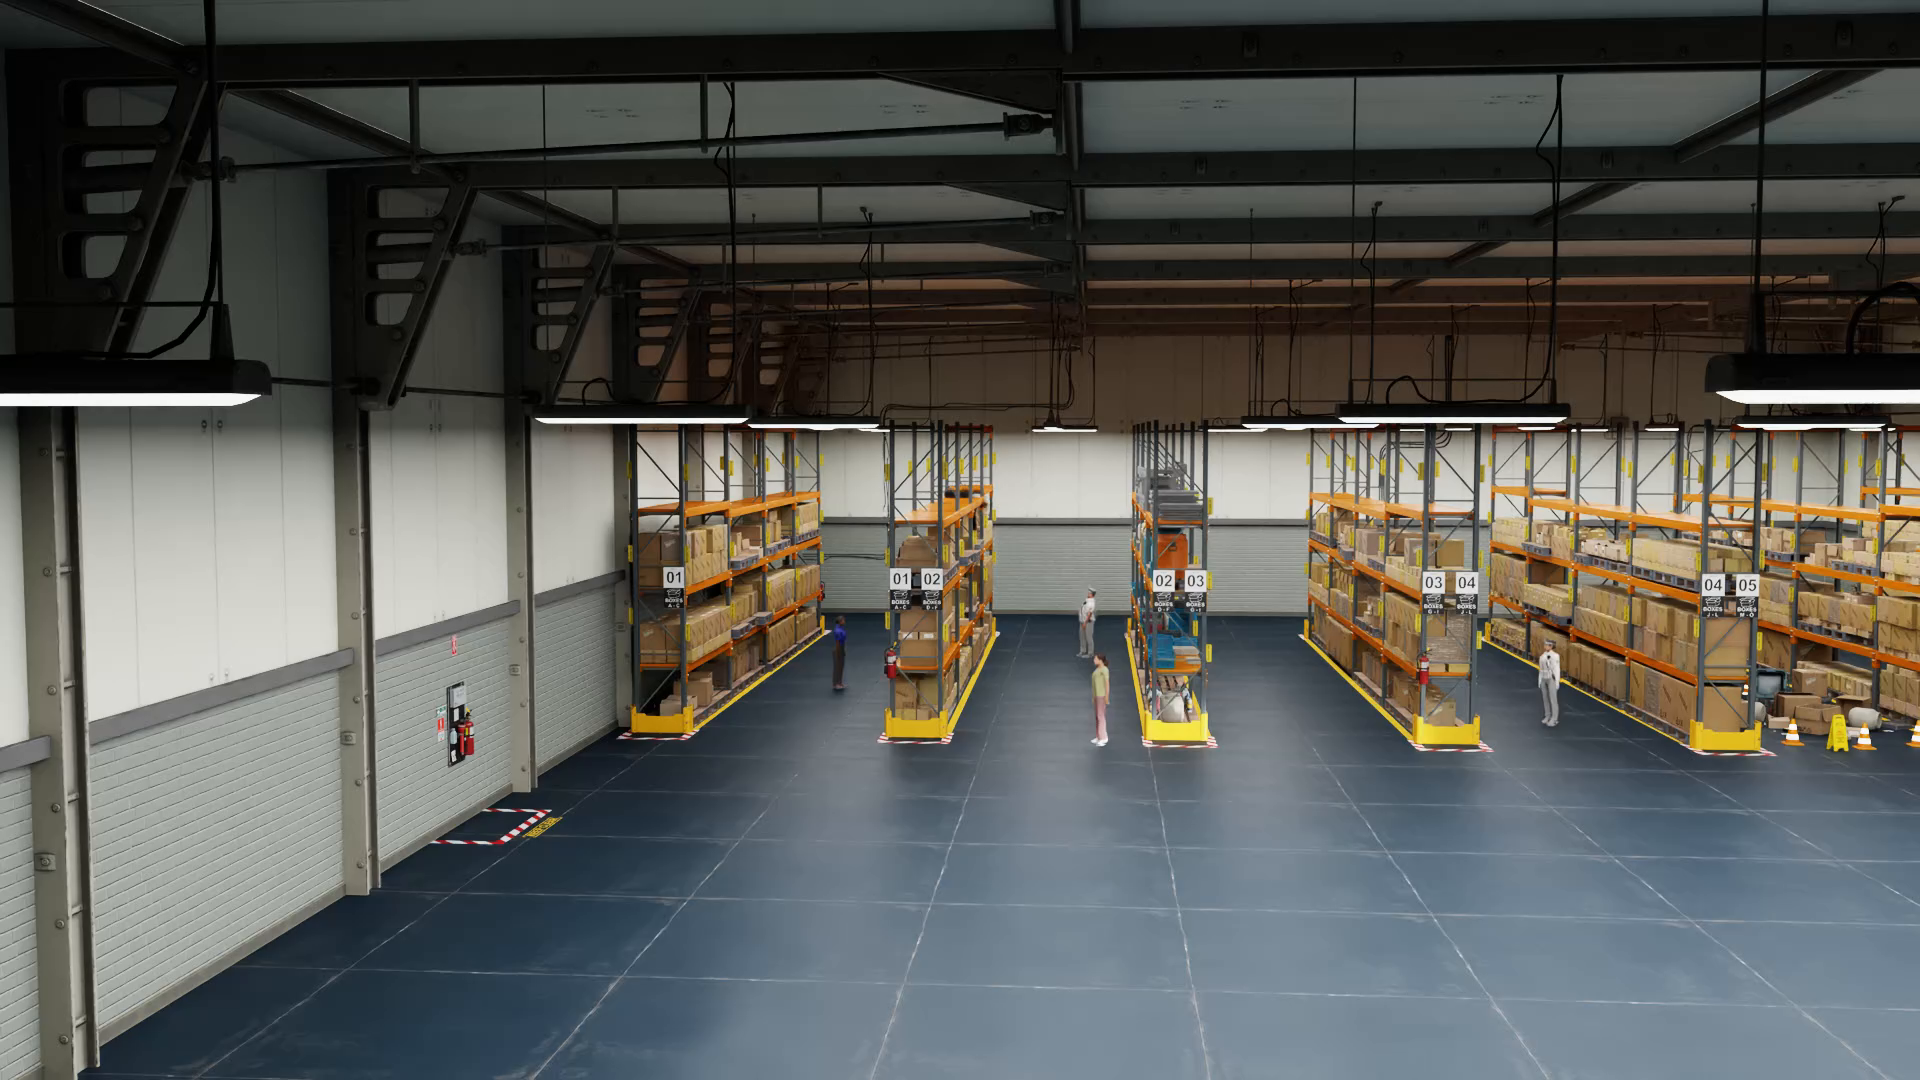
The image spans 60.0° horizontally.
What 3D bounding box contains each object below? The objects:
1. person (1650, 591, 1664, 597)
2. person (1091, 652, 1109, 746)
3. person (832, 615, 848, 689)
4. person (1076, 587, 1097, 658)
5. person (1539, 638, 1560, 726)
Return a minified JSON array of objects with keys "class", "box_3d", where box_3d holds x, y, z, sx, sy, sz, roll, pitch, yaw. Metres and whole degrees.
[{"class":"person","box_3d":[20.556,1.767,49.166,0.491,1.681,0.445,-1,4,-18]},{"class":"person","box_3d":[2.607,2.953,30.861,0.375,1.731,0.540,-1,4,-14]},{"class":"person","box_3d":[-2.716,2.521,37.433,0.333,1.669,0.460,0,4,6]},{"class":"person","box_3d":[3.185,2.069,41.799,0.496,1.751,0.600,-1,4,-18]},{"class":"person","box_3d":[11.664,2.800,32.950,0.406,1.700,0.585,-1,4,-19]}]
